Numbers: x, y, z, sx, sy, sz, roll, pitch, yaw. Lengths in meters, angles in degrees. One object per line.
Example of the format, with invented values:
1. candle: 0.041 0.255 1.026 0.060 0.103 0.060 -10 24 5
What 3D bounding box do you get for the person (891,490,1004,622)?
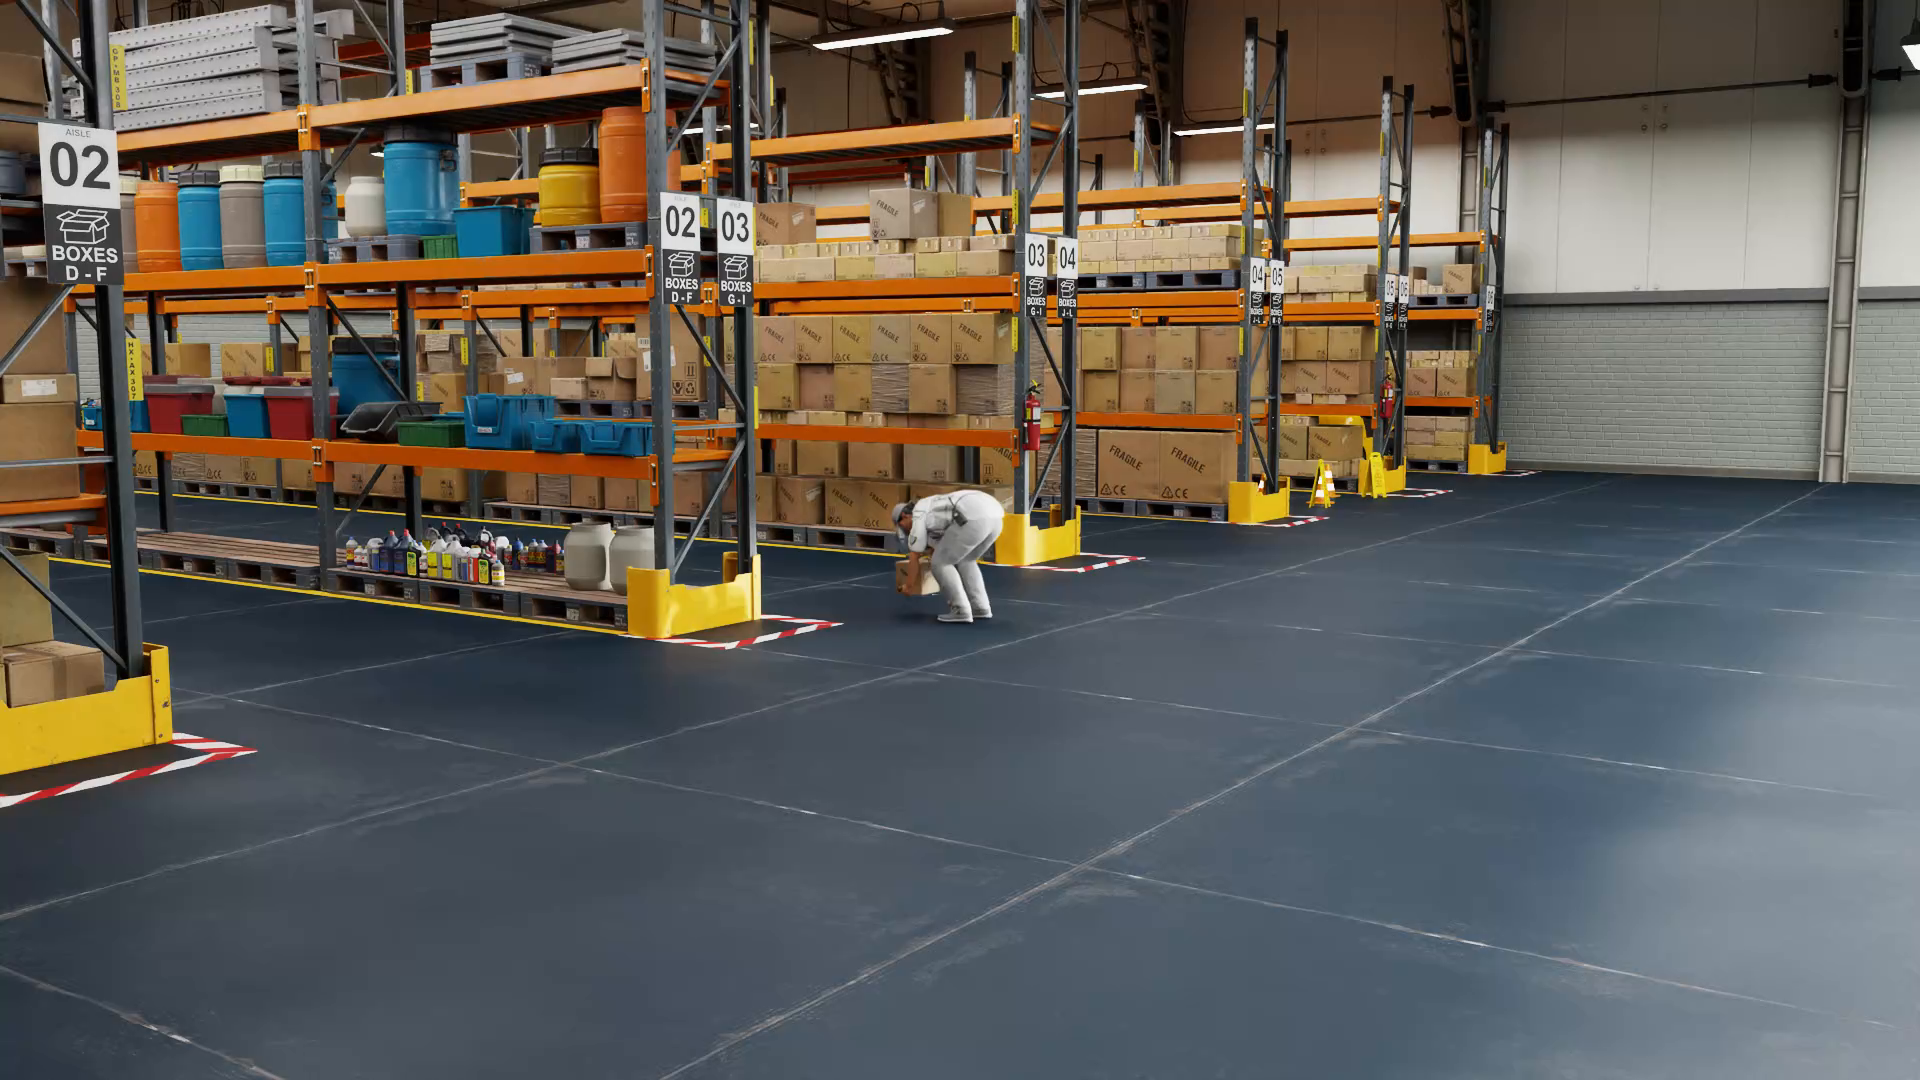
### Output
1. person: -0.118 0.111 12.941 0.950 1.014 0.495 4 7 31
